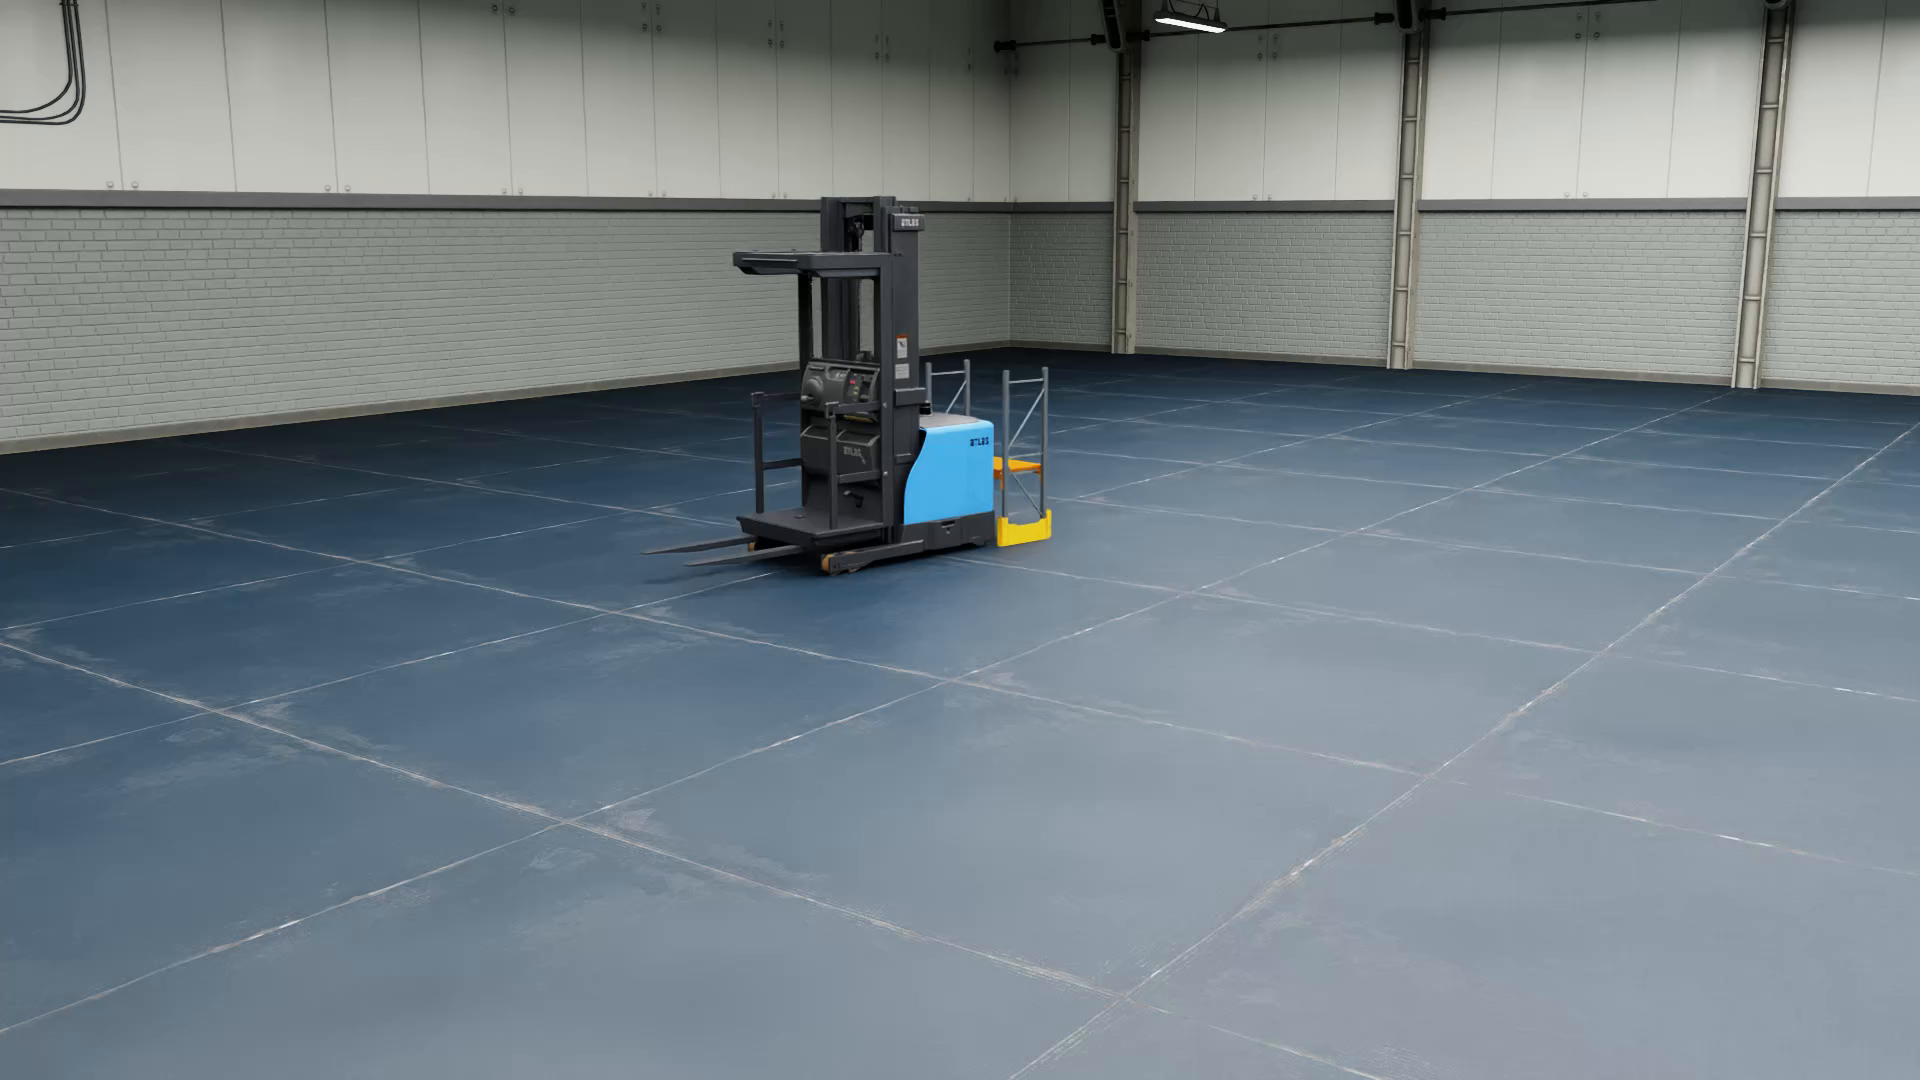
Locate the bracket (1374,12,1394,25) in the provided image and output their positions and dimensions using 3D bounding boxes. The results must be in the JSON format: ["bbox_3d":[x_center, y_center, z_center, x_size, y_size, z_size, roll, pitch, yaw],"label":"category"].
[{"bbox_3d":[7.692,-9.394,29.917,0.430,0.232,0.235,8,13,36],"label":"bracket"}]

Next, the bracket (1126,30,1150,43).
[{"bbox_3d":[3.525,-9.975,32.921,0.430,0.232,0.235,8,13,36],"label":"bracket"}]

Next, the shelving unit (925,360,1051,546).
[{"bbox_3d":[0.230,-0.794,14.683,0.587,1.500,1.083,-9,14,-40],"label":"shelving unit"}]

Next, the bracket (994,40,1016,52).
[{"bbox_3d":[0.945,-10.335,34.781,0.430,0.232,0.235,8,13,36],"label":"bracket"}]

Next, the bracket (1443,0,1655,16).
[{"bbox_3d":[10.437,-9.011,27.937,4.783,0.066,0.076,8,13,36],"label":"bracket"}]

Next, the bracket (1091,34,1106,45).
[{"bbox_3d":[2.856,-10.068,33.404,0.430,0.232,0.235,8,13,36],"label":"bracket"}]

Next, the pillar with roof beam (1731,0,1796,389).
[{"bbox_3d":[10.524,-6.300,23.405,0.548,9.000,9.100,8,13,36],"label":"pillar with roof beam"}]

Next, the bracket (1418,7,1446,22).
[{"bbox_3d":[8.361,-9.300,29.435,0.430,0.232,0.235,8,13,36],"label":"bracket"}]

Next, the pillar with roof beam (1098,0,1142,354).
[{"bbox_3d":[0.852,-7.650,30.379,0.548,9.000,9.100,8,13,36],"label":"pillar with roof beam"}]

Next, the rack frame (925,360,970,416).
[{"bbox_3d":[-0.111,-0.868,15.065,0.500,1.500,0.032,-9,14,-40],"label":"rack frame"}]

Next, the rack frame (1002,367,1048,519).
[{"bbox_3d":[0.559,-0.722,14.314,0.500,1.500,0.032,-9,14,-40],"label":"rack frame"}]

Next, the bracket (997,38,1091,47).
[{"bbox_3d":[1.421,-10.268,34.438,3.189,0.066,0.076,8,13,36],"label":"bracket"}]

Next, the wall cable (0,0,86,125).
[{"bbox_3d":[-11.205,-7.141,18.797,0.169,6.003,2.305,8,13,36],"label":"wall cable"}]

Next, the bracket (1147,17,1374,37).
[{"bbox_3d":[5.601,-9.685,31.424,4.783,0.066,0.076,8,13,36],"label":"bracket"}]

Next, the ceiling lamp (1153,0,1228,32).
[{"bbox_3d":[3.579,-9.981,27.060,0.800,3.185,2.000,8,13,36],"label":"ceiling lamp"}]

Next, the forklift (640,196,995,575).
[{"bbox_3d":[-1.130,-1.272,13.387,3.031,2.935,1.130,-10,15,-41],"label":"forklift"}]

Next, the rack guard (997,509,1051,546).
[{"bbox_3d":[0.558,-0.109,14.433,0.587,0.250,0.087,-9,14,-40],"label":"rack guard"}]

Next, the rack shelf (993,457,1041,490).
[{"bbox_3d":[0.224,-0.618,14.723,0.538,0.185,1.000,-9,14,-40],"label":"rack shelf"}]

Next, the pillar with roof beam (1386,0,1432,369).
[{"bbox_3d":[5.688,-6.975,26.892,0.548,9.000,9.100,8,13,36],"label":"pillar with roof beam"}]
